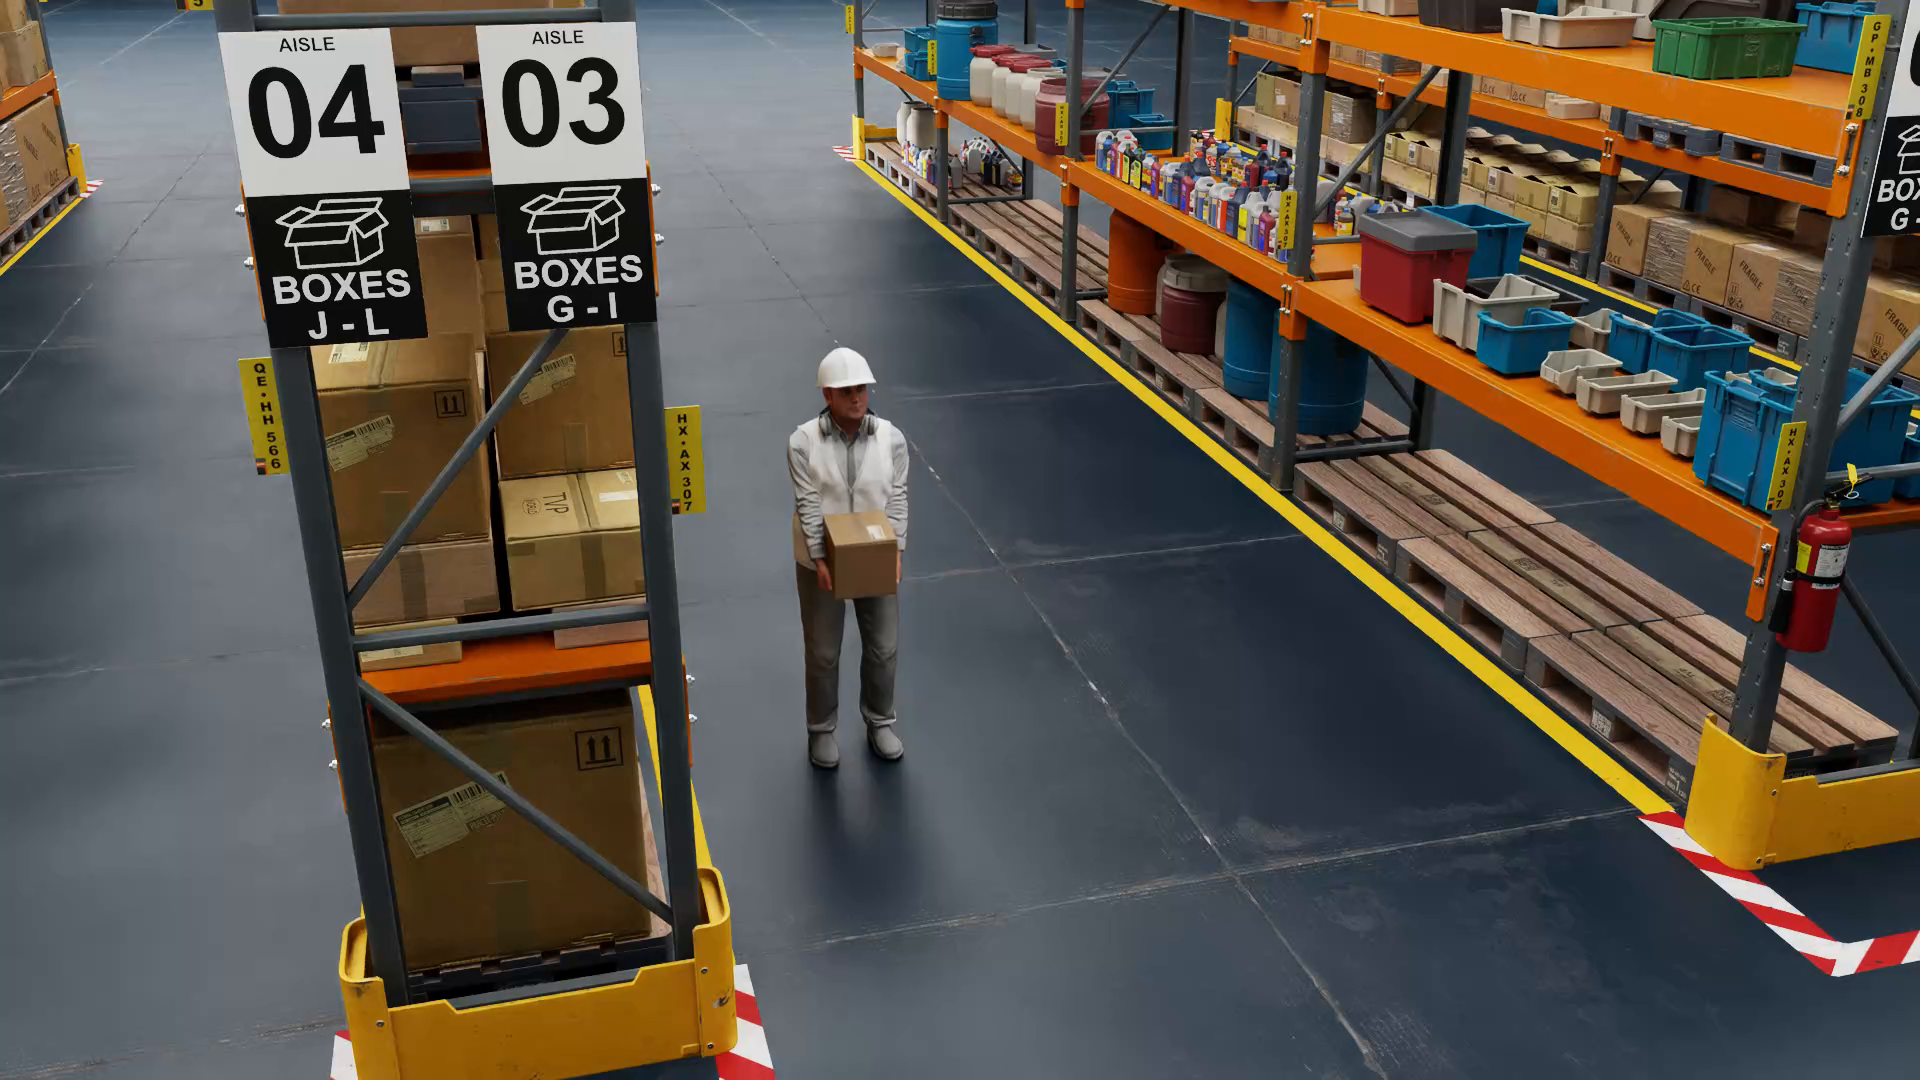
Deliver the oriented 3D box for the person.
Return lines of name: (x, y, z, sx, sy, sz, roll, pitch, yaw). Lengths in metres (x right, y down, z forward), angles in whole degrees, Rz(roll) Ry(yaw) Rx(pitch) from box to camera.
person: (-0.425, 0.113, 6.803, 0.494, 1.765, 0.546, -6, 23, -13)
